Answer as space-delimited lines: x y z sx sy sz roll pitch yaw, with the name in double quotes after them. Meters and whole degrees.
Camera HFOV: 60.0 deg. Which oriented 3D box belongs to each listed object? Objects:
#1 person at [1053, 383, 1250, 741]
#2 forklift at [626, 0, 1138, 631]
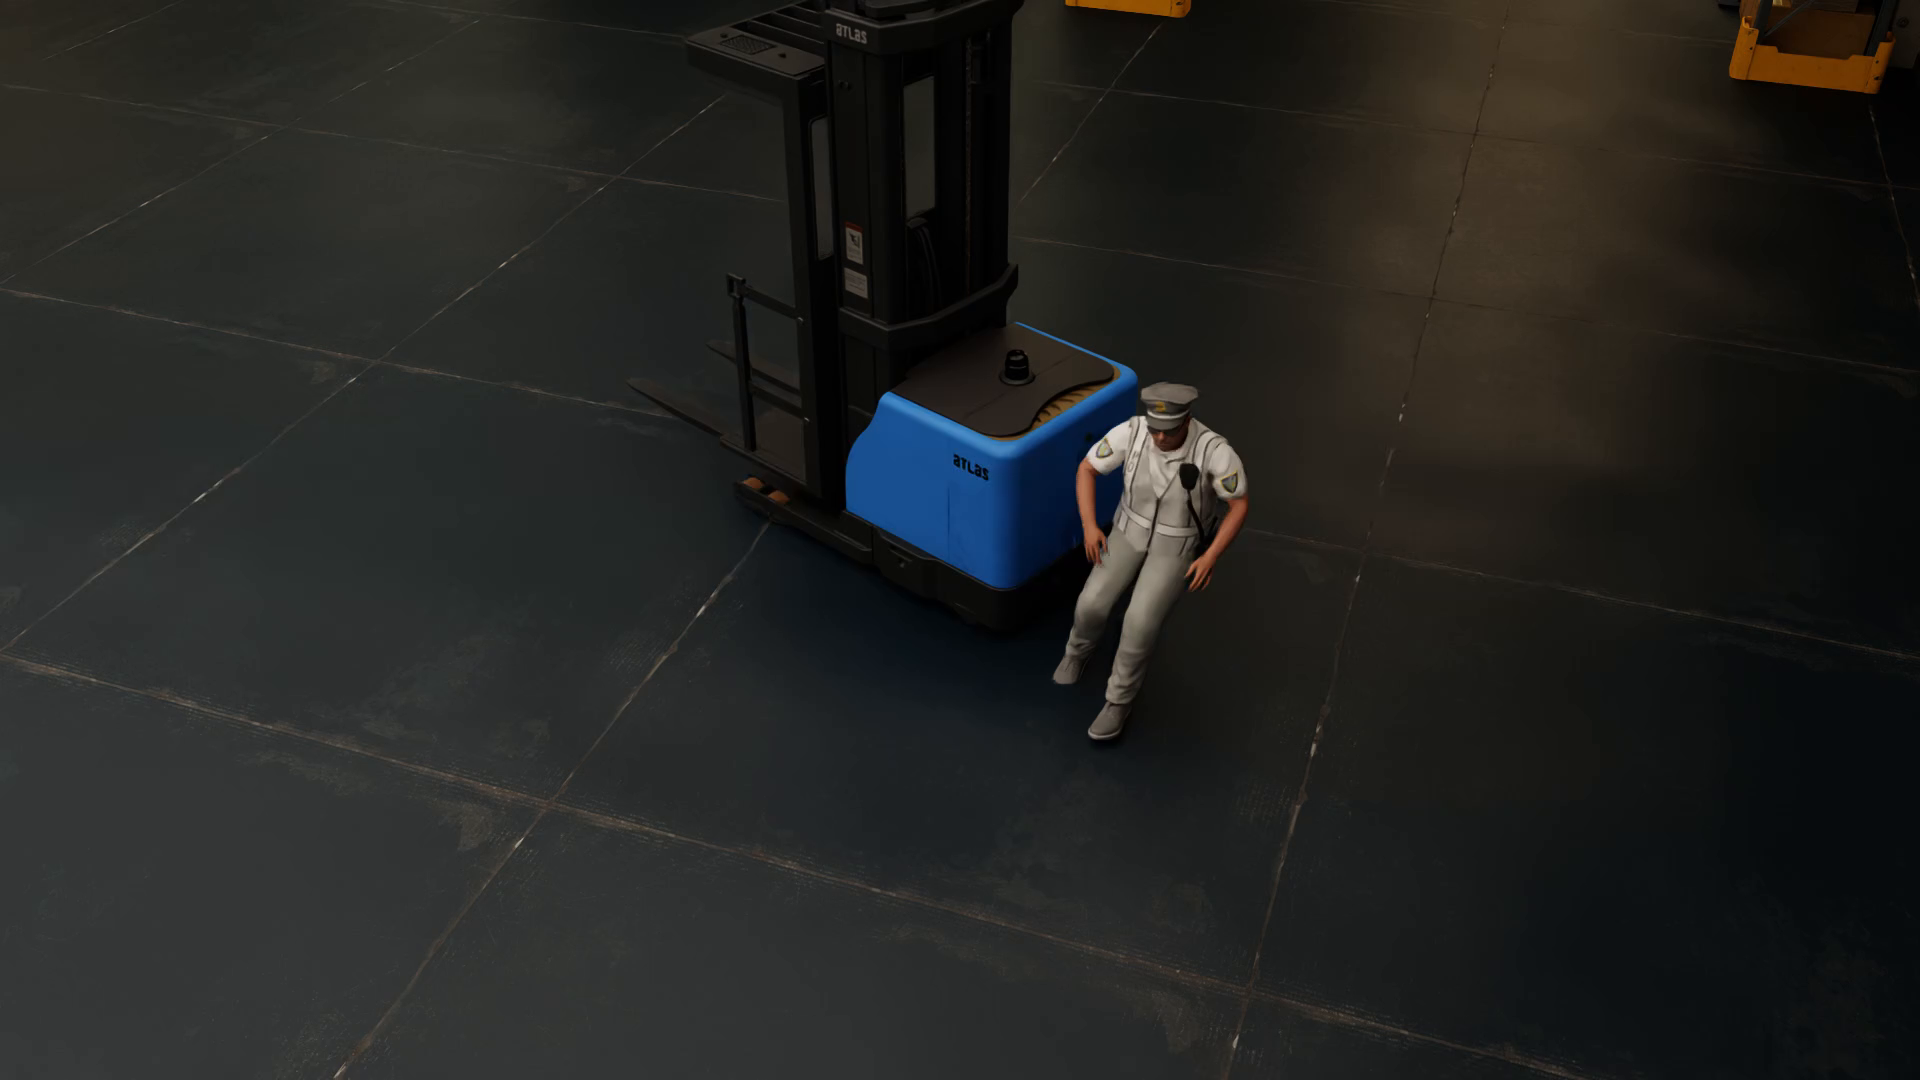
0.811 0.096 7.278 0.773 1.563 0.935 12 37 17 "person"
-0.567 -1.488 8.210 3.031 2.935 1.130 27 44 33 "forklift"
